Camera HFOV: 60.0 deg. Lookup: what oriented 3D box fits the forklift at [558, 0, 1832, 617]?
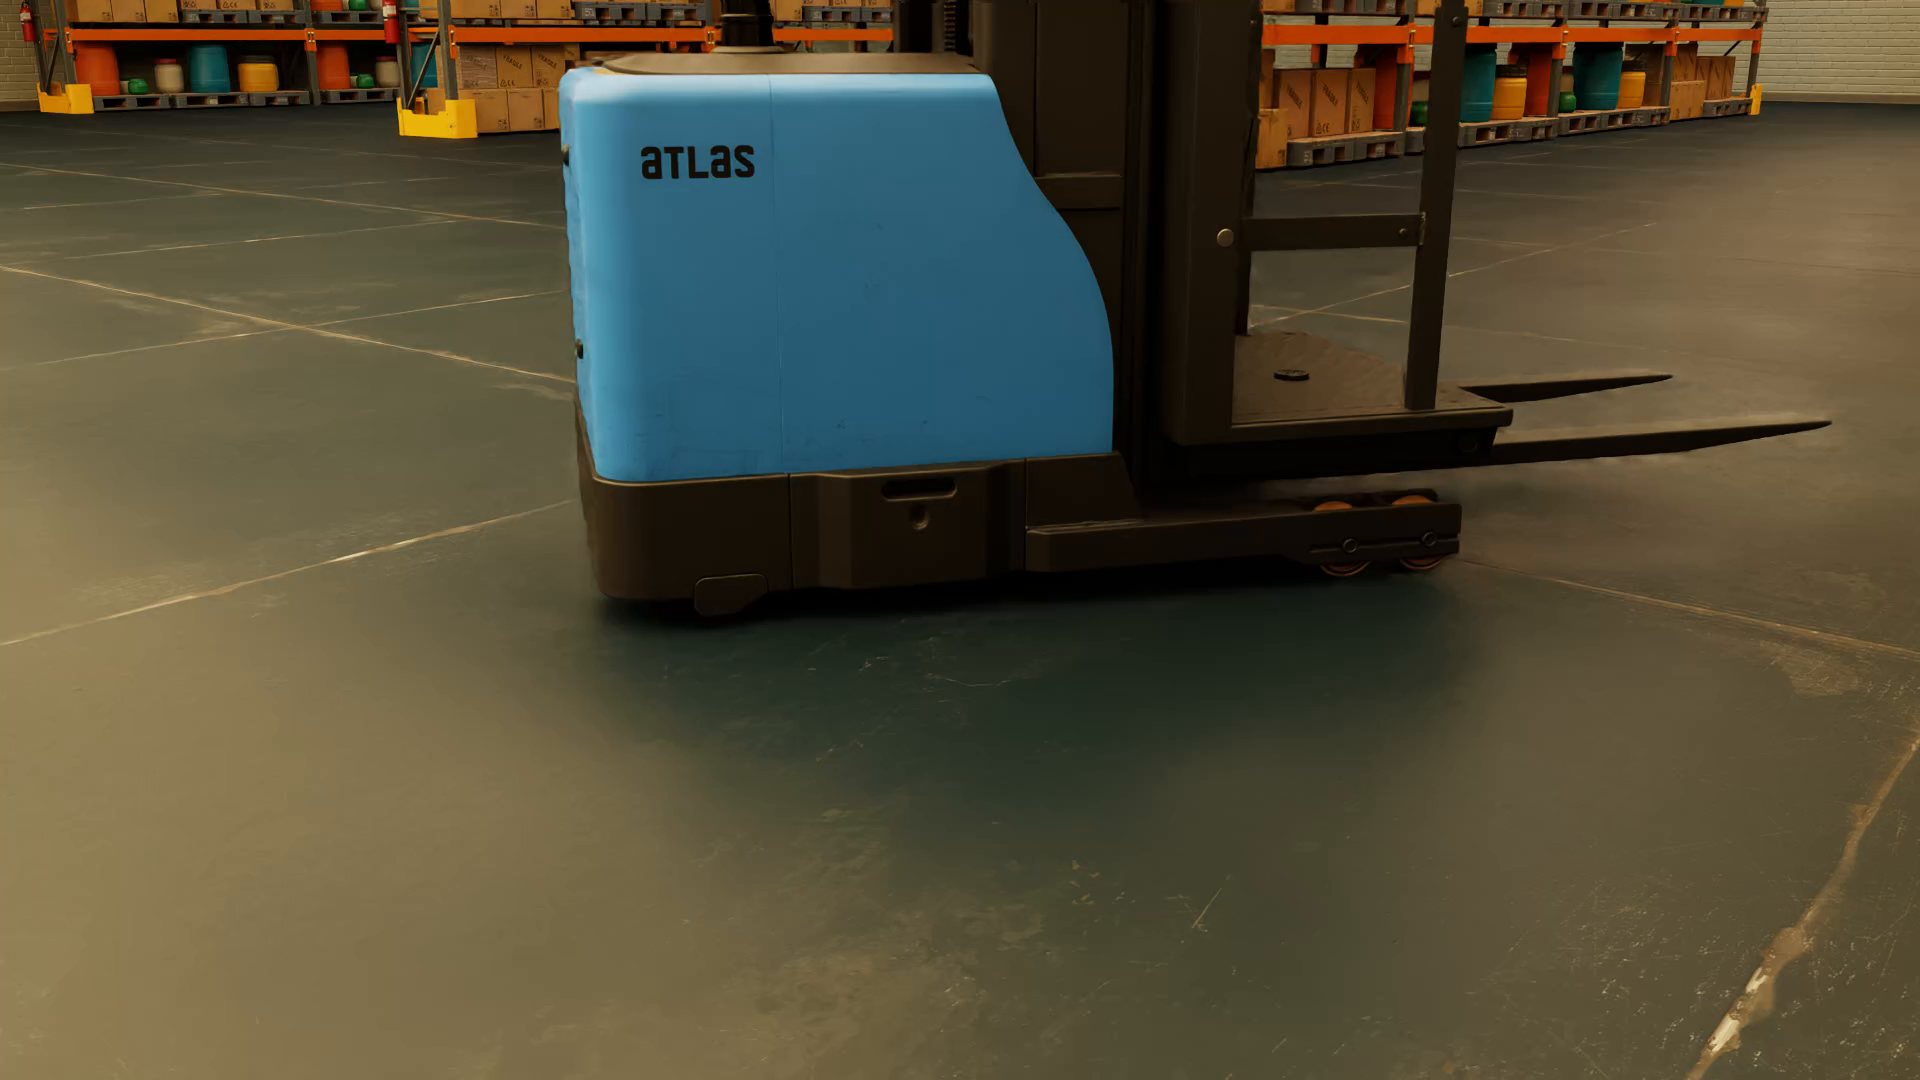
[{"bbox_3d":[0.625,-1.464,3.719,3.031,2.935,1.130,-4,17,-14],"label":"forklift"}]
